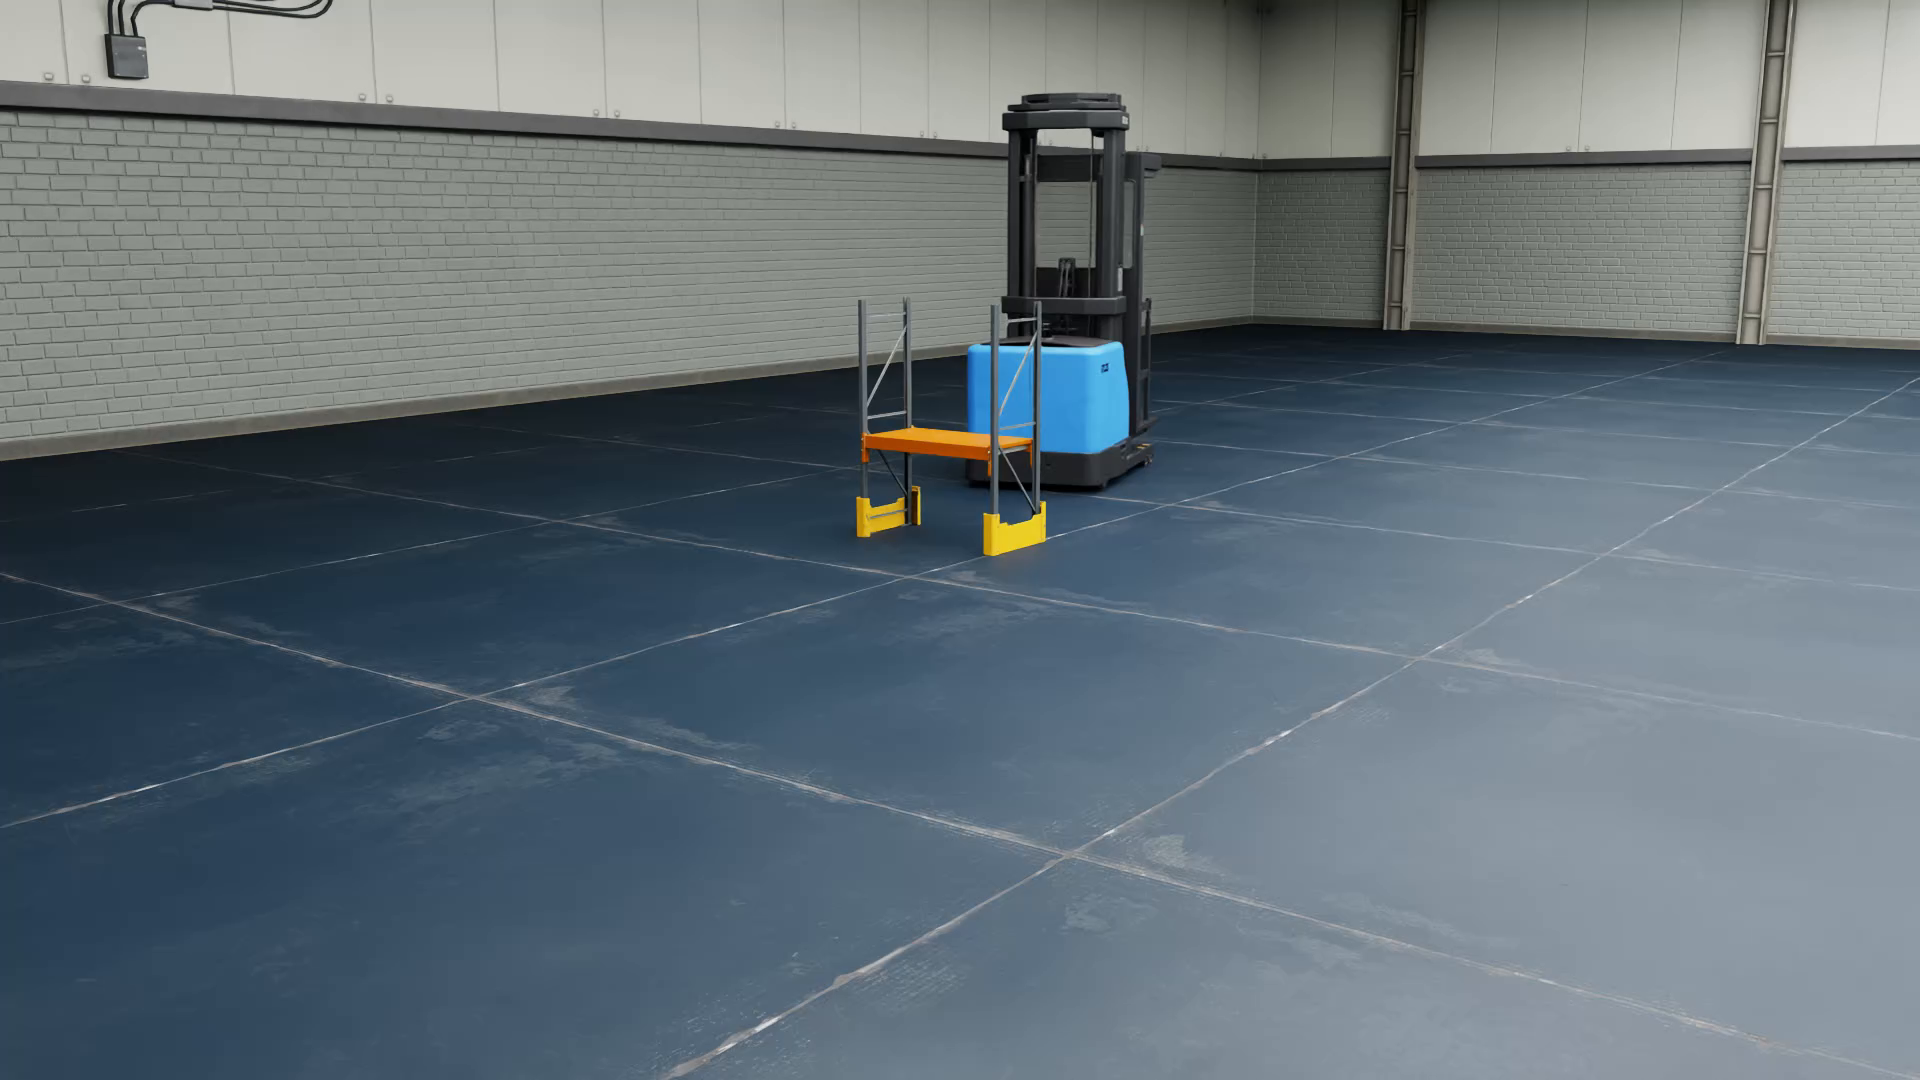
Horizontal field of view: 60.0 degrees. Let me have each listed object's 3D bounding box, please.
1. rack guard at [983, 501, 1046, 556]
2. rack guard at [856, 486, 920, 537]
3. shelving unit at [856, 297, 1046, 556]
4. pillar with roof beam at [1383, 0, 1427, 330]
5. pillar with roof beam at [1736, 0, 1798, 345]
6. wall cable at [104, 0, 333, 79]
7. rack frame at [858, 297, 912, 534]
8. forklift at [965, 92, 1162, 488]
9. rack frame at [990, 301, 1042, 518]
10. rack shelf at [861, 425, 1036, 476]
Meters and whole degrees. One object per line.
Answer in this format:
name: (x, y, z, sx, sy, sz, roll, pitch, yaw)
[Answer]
rack guard: (0.340, -0.075, 10.261, 0.087, 0.250, 0.587, 8, 13, 36)
rack guard: (-0.463, -0.187, 10.840, 0.087, 0.250, 0.587, 8, 13, 36)
shelving unit: (-0.061, -0.745, 10.432, 1.083, 1.500, 0.587, 8, 13, 36)
pillar with roof beam: (5.453, -7.618, 26.216, 0.400, 9.000, 9.100, 8, 13, 36)
pillar with roof beam: (10.289, -6.943, 22.729, 0.400, 9.000, 9.100, 8, 13, 36)
wall cable: (-6.604, -7.110, 14.634, 0.169, 6.003, 2.305, 8, 13, 36)
rack frame: (-0.478, -0.803, 10.732, 0.032, 1.500, 0.500, 8, 13, 36)
forklift: (0.989, -2.063, 13.476, 1.130, 2.935, 3.031, 4, 12, 18)
rack frame: (0.341, -0.689, 10.141, 0.032, 1.500, 0.500, 8, 13, 36)
rack shelf: (-0.069, -0.569, 10.471, 1.000, 0.185, 0.538, 8, 13, 36)
